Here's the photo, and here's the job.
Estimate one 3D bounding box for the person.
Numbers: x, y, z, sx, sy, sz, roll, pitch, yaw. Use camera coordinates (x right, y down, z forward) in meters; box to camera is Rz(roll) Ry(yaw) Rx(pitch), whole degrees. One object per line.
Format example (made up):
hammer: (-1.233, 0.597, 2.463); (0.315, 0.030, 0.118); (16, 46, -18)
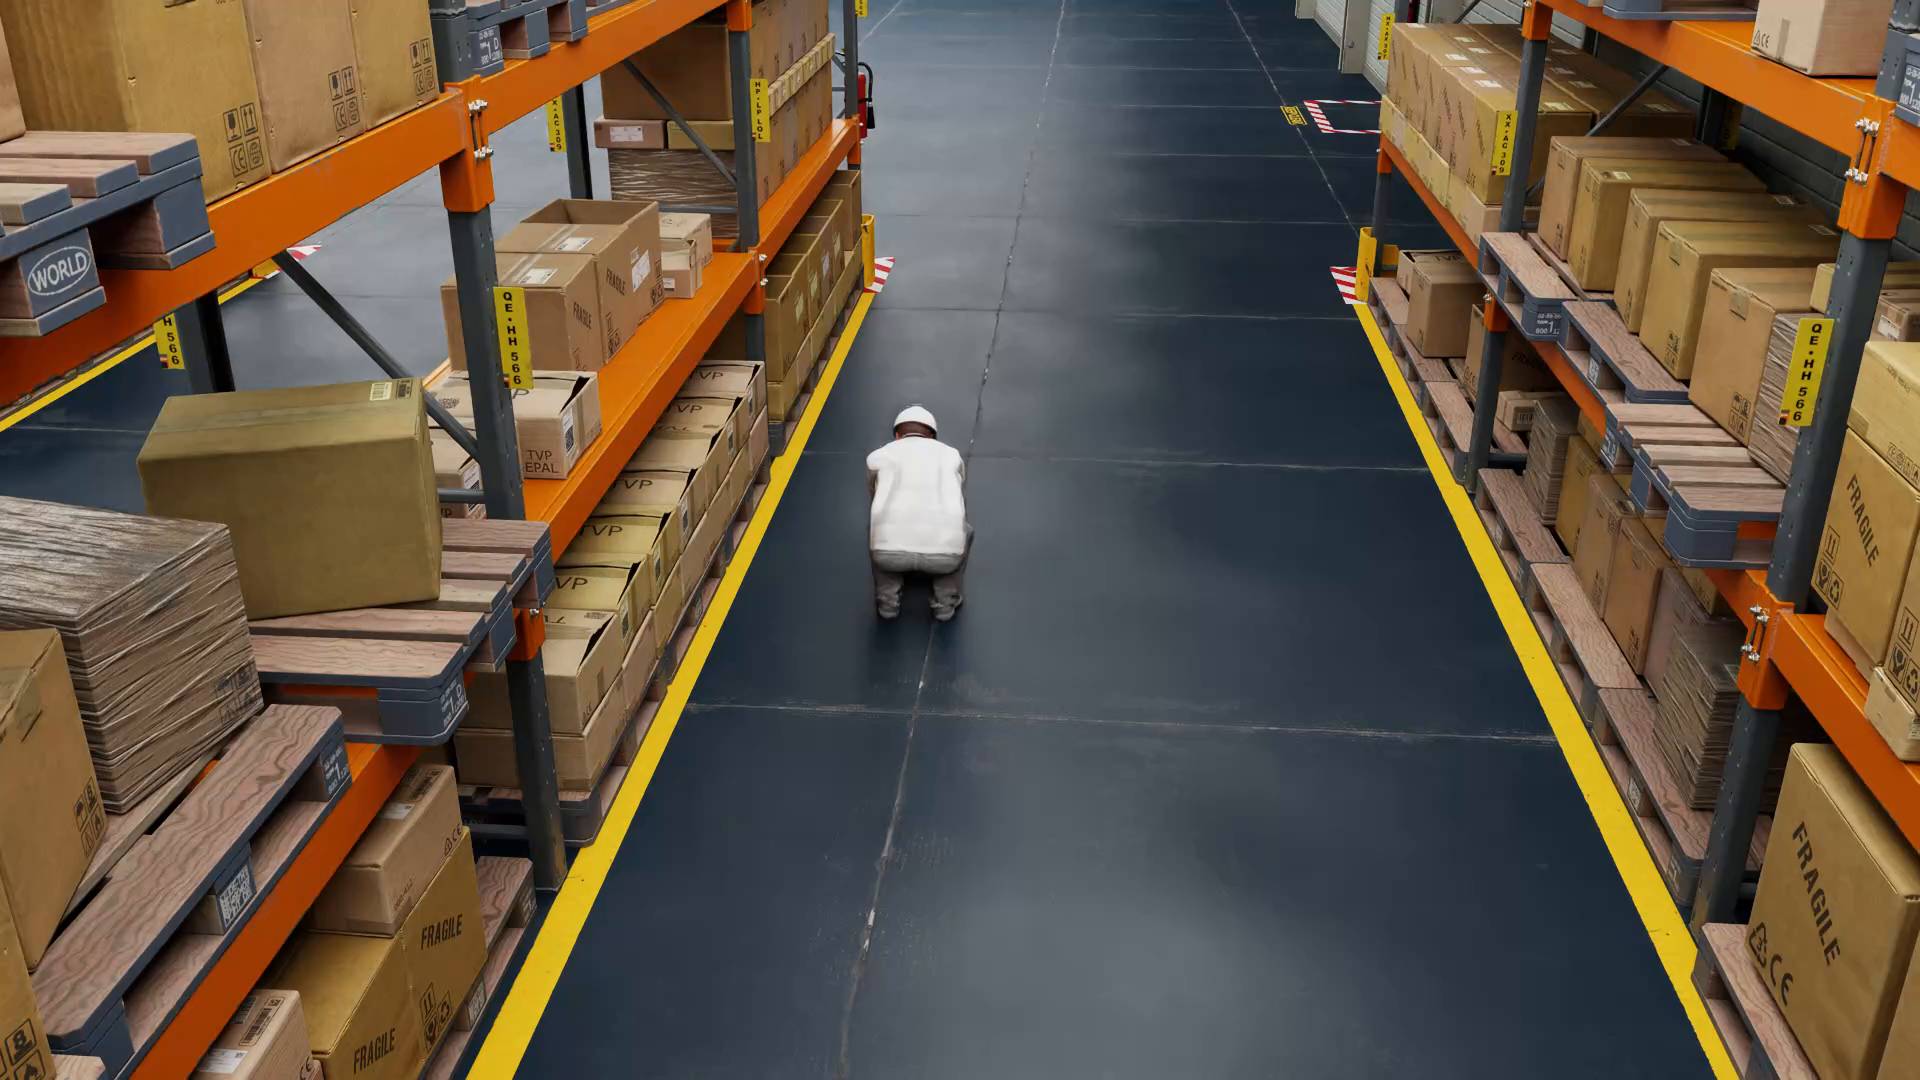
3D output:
person: (-0.198, -0.104, 7.995); (0.529, 0.870, 0.934); (2, 24, 4)
